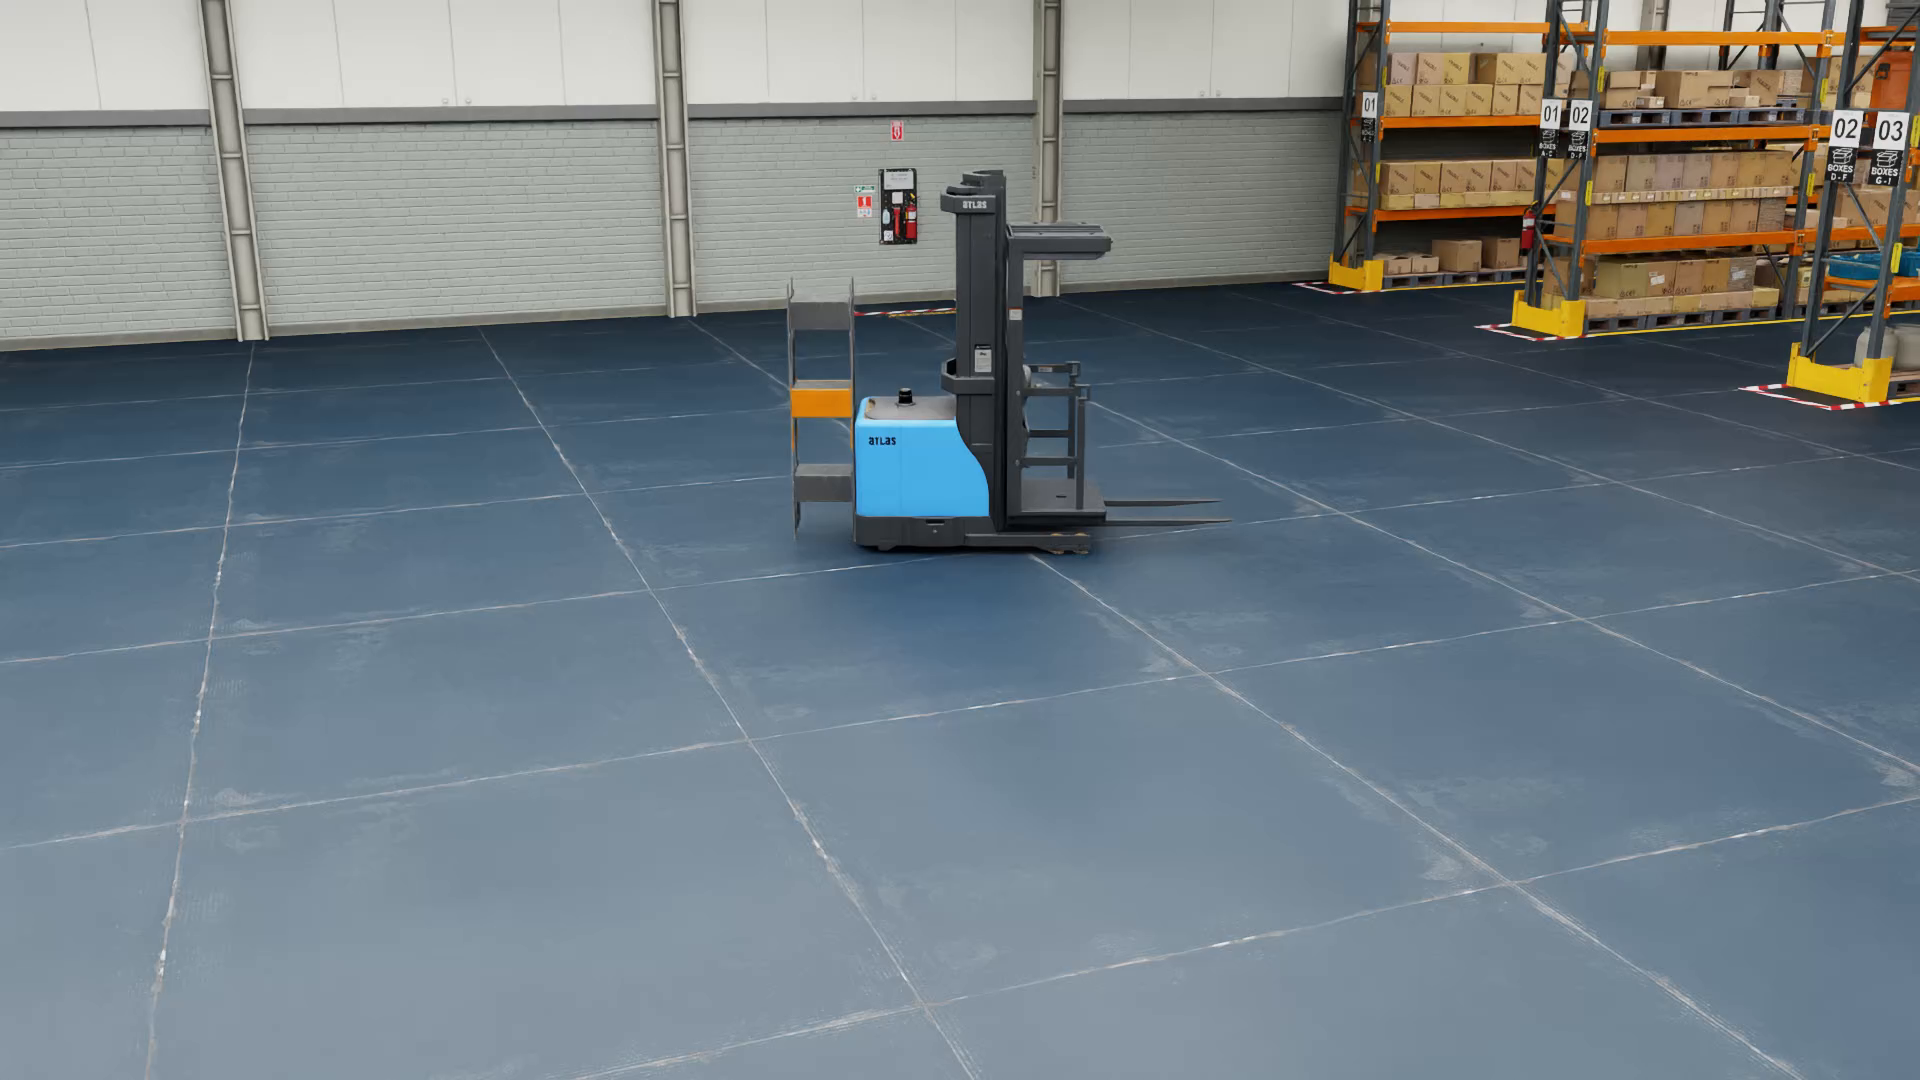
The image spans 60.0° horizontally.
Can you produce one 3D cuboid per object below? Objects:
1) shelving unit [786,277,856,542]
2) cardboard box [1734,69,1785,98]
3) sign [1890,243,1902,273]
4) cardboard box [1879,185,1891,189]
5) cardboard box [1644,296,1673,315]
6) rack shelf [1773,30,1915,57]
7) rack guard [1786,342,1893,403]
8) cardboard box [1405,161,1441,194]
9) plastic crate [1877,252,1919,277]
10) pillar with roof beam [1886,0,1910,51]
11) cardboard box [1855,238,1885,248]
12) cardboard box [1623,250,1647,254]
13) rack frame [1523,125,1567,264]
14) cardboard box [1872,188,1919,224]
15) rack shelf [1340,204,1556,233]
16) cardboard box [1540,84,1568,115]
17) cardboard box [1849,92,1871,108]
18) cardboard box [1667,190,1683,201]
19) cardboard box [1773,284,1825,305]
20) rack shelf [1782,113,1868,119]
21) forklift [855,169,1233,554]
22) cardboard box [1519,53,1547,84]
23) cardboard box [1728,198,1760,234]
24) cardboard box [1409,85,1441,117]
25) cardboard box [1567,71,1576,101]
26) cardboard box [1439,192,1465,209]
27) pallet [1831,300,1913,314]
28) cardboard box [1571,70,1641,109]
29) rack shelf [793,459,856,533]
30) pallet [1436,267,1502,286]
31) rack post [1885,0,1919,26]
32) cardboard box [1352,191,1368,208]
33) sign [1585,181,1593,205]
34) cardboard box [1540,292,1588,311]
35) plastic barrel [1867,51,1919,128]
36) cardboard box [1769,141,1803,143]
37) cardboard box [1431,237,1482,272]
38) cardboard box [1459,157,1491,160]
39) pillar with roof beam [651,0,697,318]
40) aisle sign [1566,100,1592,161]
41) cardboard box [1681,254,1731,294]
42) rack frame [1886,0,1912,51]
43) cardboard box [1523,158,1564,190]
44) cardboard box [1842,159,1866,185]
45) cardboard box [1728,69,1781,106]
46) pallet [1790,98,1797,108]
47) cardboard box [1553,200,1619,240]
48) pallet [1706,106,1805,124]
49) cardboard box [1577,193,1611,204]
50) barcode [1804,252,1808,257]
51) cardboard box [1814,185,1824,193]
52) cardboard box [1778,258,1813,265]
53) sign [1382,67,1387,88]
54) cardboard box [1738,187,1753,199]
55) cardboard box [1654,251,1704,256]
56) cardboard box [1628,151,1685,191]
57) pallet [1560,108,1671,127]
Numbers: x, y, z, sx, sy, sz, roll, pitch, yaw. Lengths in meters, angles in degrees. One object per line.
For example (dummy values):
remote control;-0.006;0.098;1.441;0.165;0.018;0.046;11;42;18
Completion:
shelving unit;-1.103;-1.047;13.438;0.503;2.100;0.431;0;16;0
cardboard box;14.542;-8.319;30.321;0.500;0.500;0.700;-8;18;-24
sign;10.386;-3.132;18.448;0.005;0.325;0.100;-6;17;-20
cardboard box;17.412;-6.709;31.533;0.250;0.149;0.380;-6;17;-19
cardboard box;9.937;-3.427;24.080;0.500;0.250;0.500;-6;17;-20
rack shelf;14.027;-7.394;24.793;4.000;0.370;1.077;-6;17;-20
rack guard;10.247;-1.965;19.402;0.348;0.500;1.175;-6;17;-20
cardboard box;7.666;-6.064;27.826;0.500;0.500;0.500;-6;17;-20
plastic crate;11.162;-3.266;19.660;0.408;0.251;0.499;-6;17;-20
pillar with roof beam;19.738;-9.005;28.291;0.400;9.000;9.100;-6;17;-20
cardboard box;17.293;-6.031;31.882;0.750;0.750;0.750;-6;17;-19
cardboard box;12.020;-5.350;30.150;0.500;0.500;0.700;-6;17;-19
rack frame;10.383;-6.154;29.231;0.127;3.000;1.000;-6;17;-20
cardboard box;14.333;-5.129;25.563;0.500;0.500;0.500;-7;18;-23
rack shelf;8.516;-5.607;28.646;4.000;0.370;1.077;-6;17;-20
cardboard box;9.998;-7.535;28.396;0.500;0.500;0.500;-6;17;-19
cardboard box;13.250;-6.536;24.727;0.500;0.250;0.500;-8;18;-25
cardboard box;10.069;-4.920;23.701;0.250;0.149;0.380;-6;18;-21
cardboard box;12.625;-3.709;25.039;0.500;0.250;0.500;-7;18;-21
rack shelf;15.986;-7.853;30.970;4.000;0.370;1.077;-6;17;-20
forklift;0.677;-1.442;13.308;3.031;2.935;1.130;0;16;0
cardboard box;9.502;-7.950;28.037;0.500;0.500;0.500;-5;17;-17
cardboard box;11.257;-4.798;24.435;0.500;0.500;0.700;-6;18;-21
cardboard box;7.564;-7.260;27.462;0.500;0.500;0.500;-5;17;-16
cardboard box;10.922;-7.877;28.851;0.500;0.500;0.500;-4;17;-12
cardboard box;8.175;-5.760;28.120;0.500;0.250;0.500;-6;18;-21
pallet;13.974;-3.722;25.897;1.213;0.211;1.003;-6;17;-20
cardboard box;8.962;-6.262;23.098;0.637;0.503;0.797;-5;17;-16
rack shelf;-1.103;-0.363;13.639;0.480;0.518;0.431;0;16;0
pallet;8.628;-4.615;28.939;1.213;0.211;1.003;-6;17;-20
rack post;10.944;-5.826;18.352;0.954;0.300;0.937;-4;17;-14
cardboard box;7.015;-5.787;28.210;0.500;0.250;0.500;-6;17;-19
sign;8.617;-4.755;22.788;0.005;0.325;0.100;-6;17;-20
cardboard box;8.819;-3.462;24.198;0.500;0.250;0.500;-6;17;-20
plastic barrel;10.601;-5.073;18.720;0.708;0.830;0.600;-6;17;-20
cardboard box;15.414;-7.334;31.176;0.500;0.250;0.500;-7;18;-21
cardboard box;8.562;-4.927;28.708;0.500;0.500;0.700;-7;18;-24
cardboard box;8.918;-6.359;28.829;0.500;0.500;0.500;-6;17;-19
pillar with roof beam;-2.673;-6.585;20.051;0.400;9.000;9.100;-6;17;-20
aisle sign;8.472;-5.608;22.758;0.004;0.787;0.394;-6;17;-20
cardboard box;10.868;-3.890;24.325;0.500;0.500;0.500;-6;17;-20
rack frame;17.854;-9.839;31.132;0.127;3.000;1.000;-6;17;-20
cardboard box;10.052;-6.322;28.704;0.500;0.500;0.500;-6;17;-20
cardboard box;16.568;-6.946;31.186;0.500;0.500;0.500;-6;17;-20
cardboard box;11.595;-6.626;24.342;0.500;0.500;0.500;-5;17;-16
pallet;15.744;-8.098;30.864;1.213;0.211;1.003;-5;17;-18
cardboard box;8.865;-4.539;23.556;0.500;0.500;0.700;-6;17;-20
pallet;11.372;-6.155;24.068;1.213;0.211;1.003;-6;17;-20
cardboard box;8.868;-4.790;23.257;0.250;0.149;0.380;-6;18;-20
barcode;12.547;-4.240;24.664;0.075;0.075;0.001;-6;17;-20
cardboard box;15.937;-6.576;31.079;0.250;0.149;0.380;-6;17;-20
cardboard box;12.918;-4.173;25.624;0.500;0.311;0.500;-6;17;-19
sign;6.842;-7.467;26.826;0.005;0.325;0.100;-6;17;-20
cardboard box;11.262;-5.048;24.137;0.250;0.149;0.380;-6;17;-20
cardboard box;10.680;-4.028;24.795;0.500;0.500;0.500;-6;17;-20
cardboard box;9.874;-5.273;23.750;0.500;0.500;0.700;-6;17;-20
pallet;9.094;-5.909;23.230;1.213;0.211;1.003;-6;17;-20
